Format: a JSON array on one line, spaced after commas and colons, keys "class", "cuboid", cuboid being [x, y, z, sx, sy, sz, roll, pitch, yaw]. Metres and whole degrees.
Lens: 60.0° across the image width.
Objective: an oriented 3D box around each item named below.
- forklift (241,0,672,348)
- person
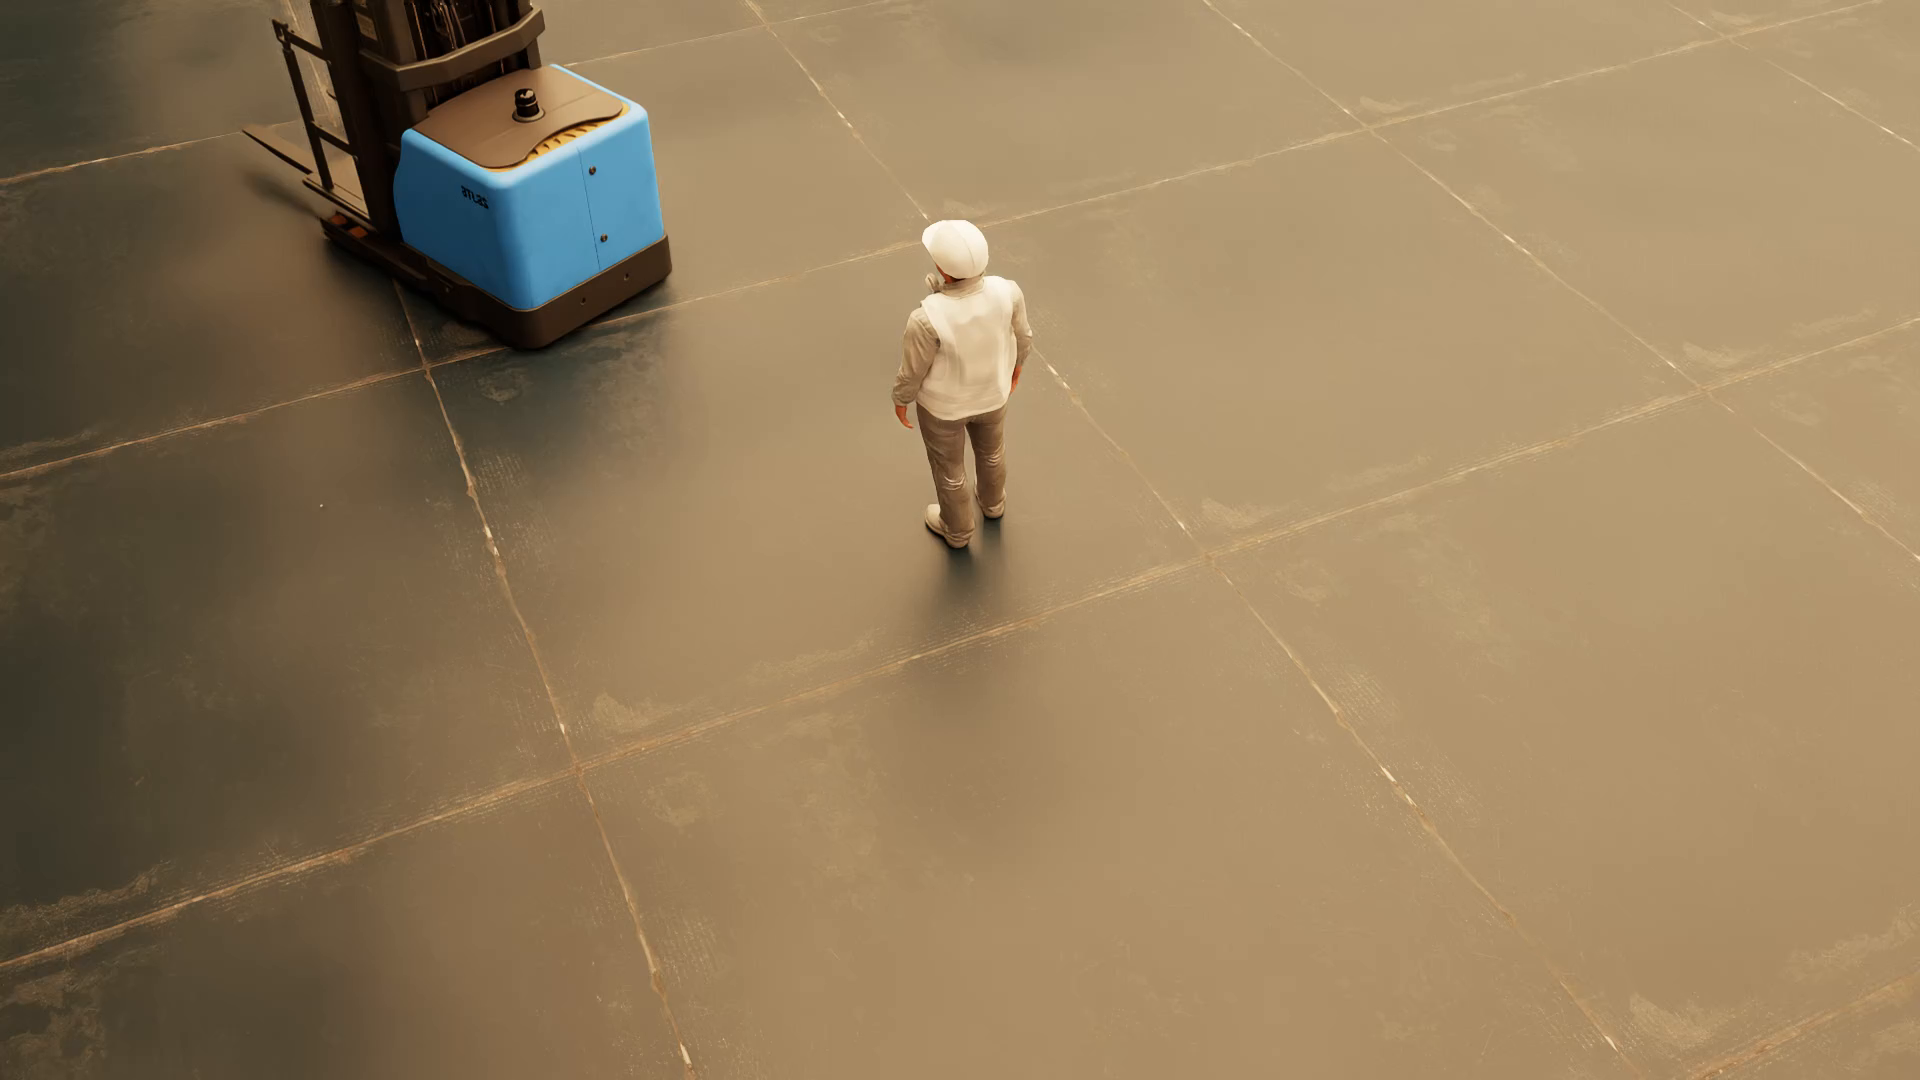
[{"class": "forklift", "cuboid": [-3.063, -2.950, 8.841, 3.031, 2.935, 1.130, 31, 51, 29]}, {"class": "person", "cuboid": [-0.020, -0.695, 7.262, 0.634, 1.775, 0.566, -18, 46, -18]}]
